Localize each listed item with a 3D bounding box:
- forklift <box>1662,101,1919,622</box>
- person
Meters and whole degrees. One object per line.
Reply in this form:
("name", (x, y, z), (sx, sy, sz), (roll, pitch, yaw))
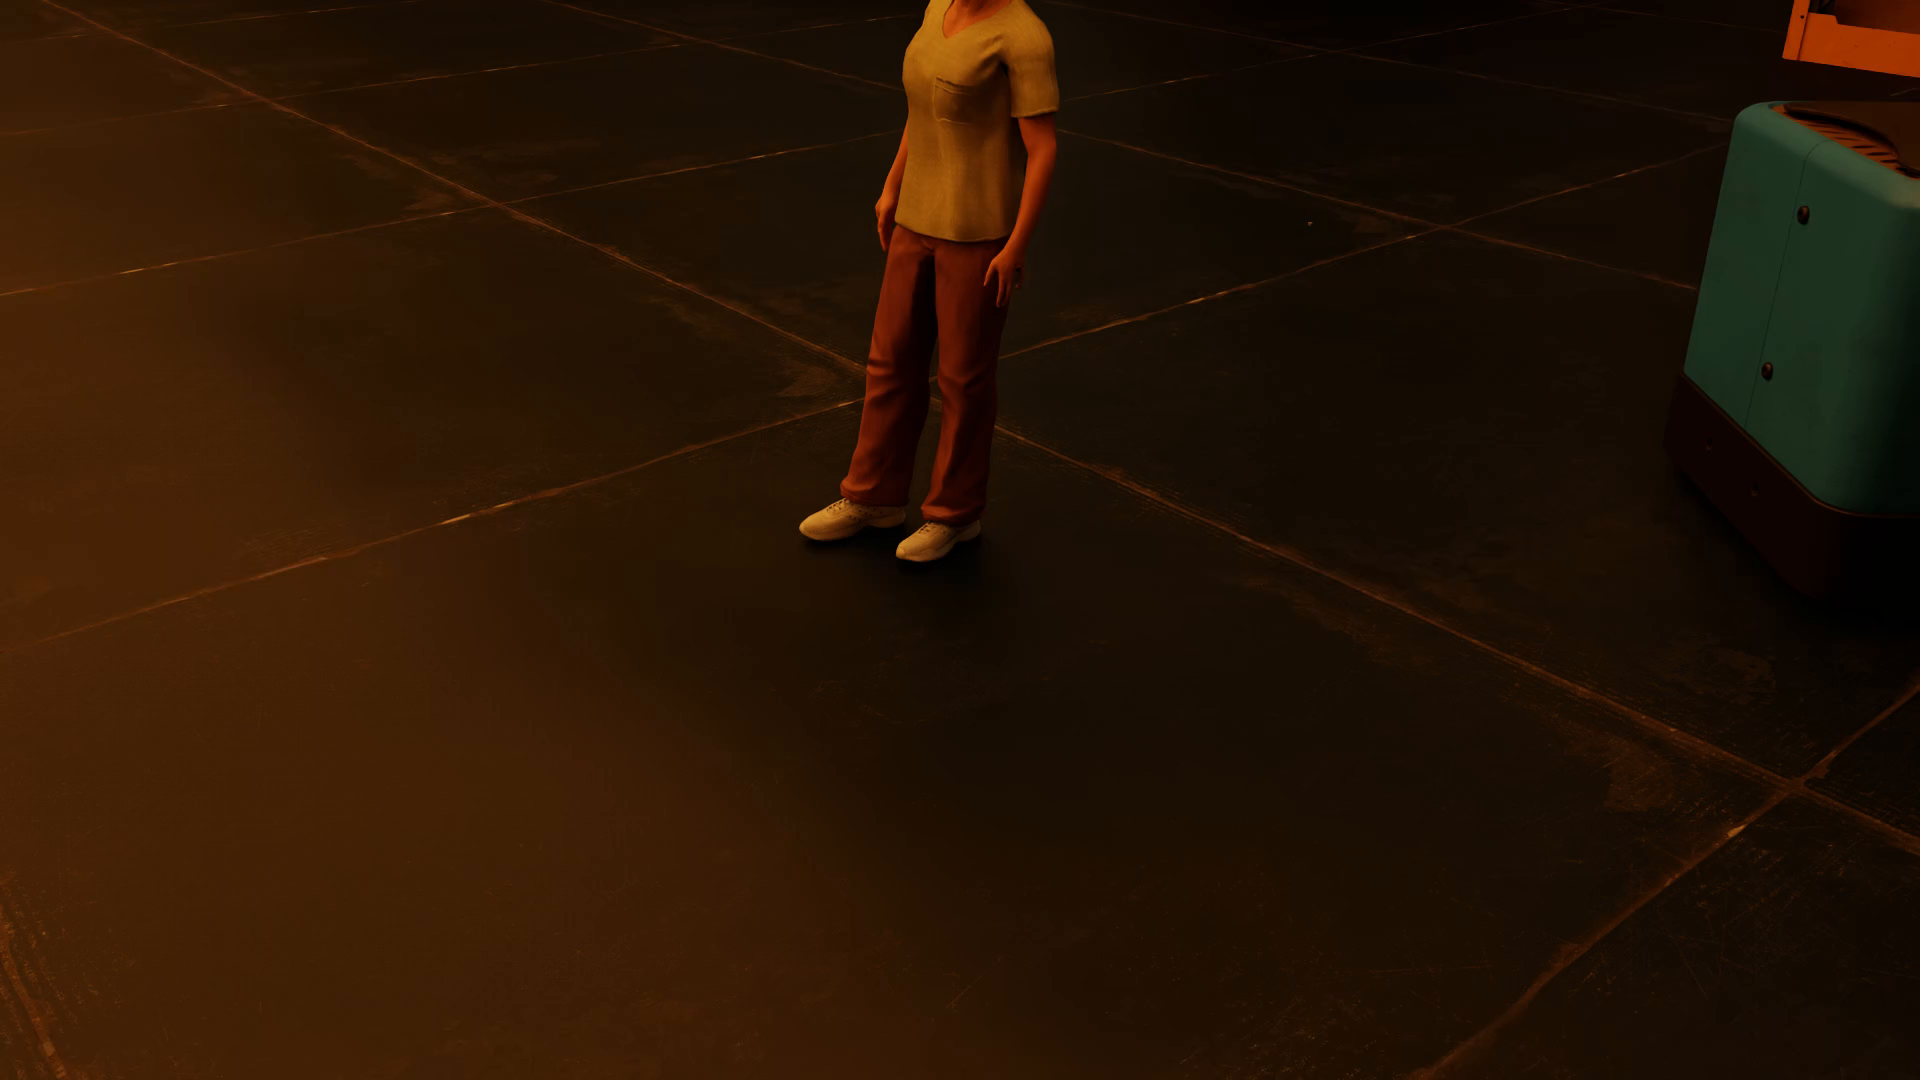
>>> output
("forklift", (3.570, -1.314, 3.851), (3.031, 2.935, 1.130), (0, 26, 1))
("person", (-0.027, -0.670, 4.154), (0.396, 1.363, 0.520), (-20, 33, -35))
